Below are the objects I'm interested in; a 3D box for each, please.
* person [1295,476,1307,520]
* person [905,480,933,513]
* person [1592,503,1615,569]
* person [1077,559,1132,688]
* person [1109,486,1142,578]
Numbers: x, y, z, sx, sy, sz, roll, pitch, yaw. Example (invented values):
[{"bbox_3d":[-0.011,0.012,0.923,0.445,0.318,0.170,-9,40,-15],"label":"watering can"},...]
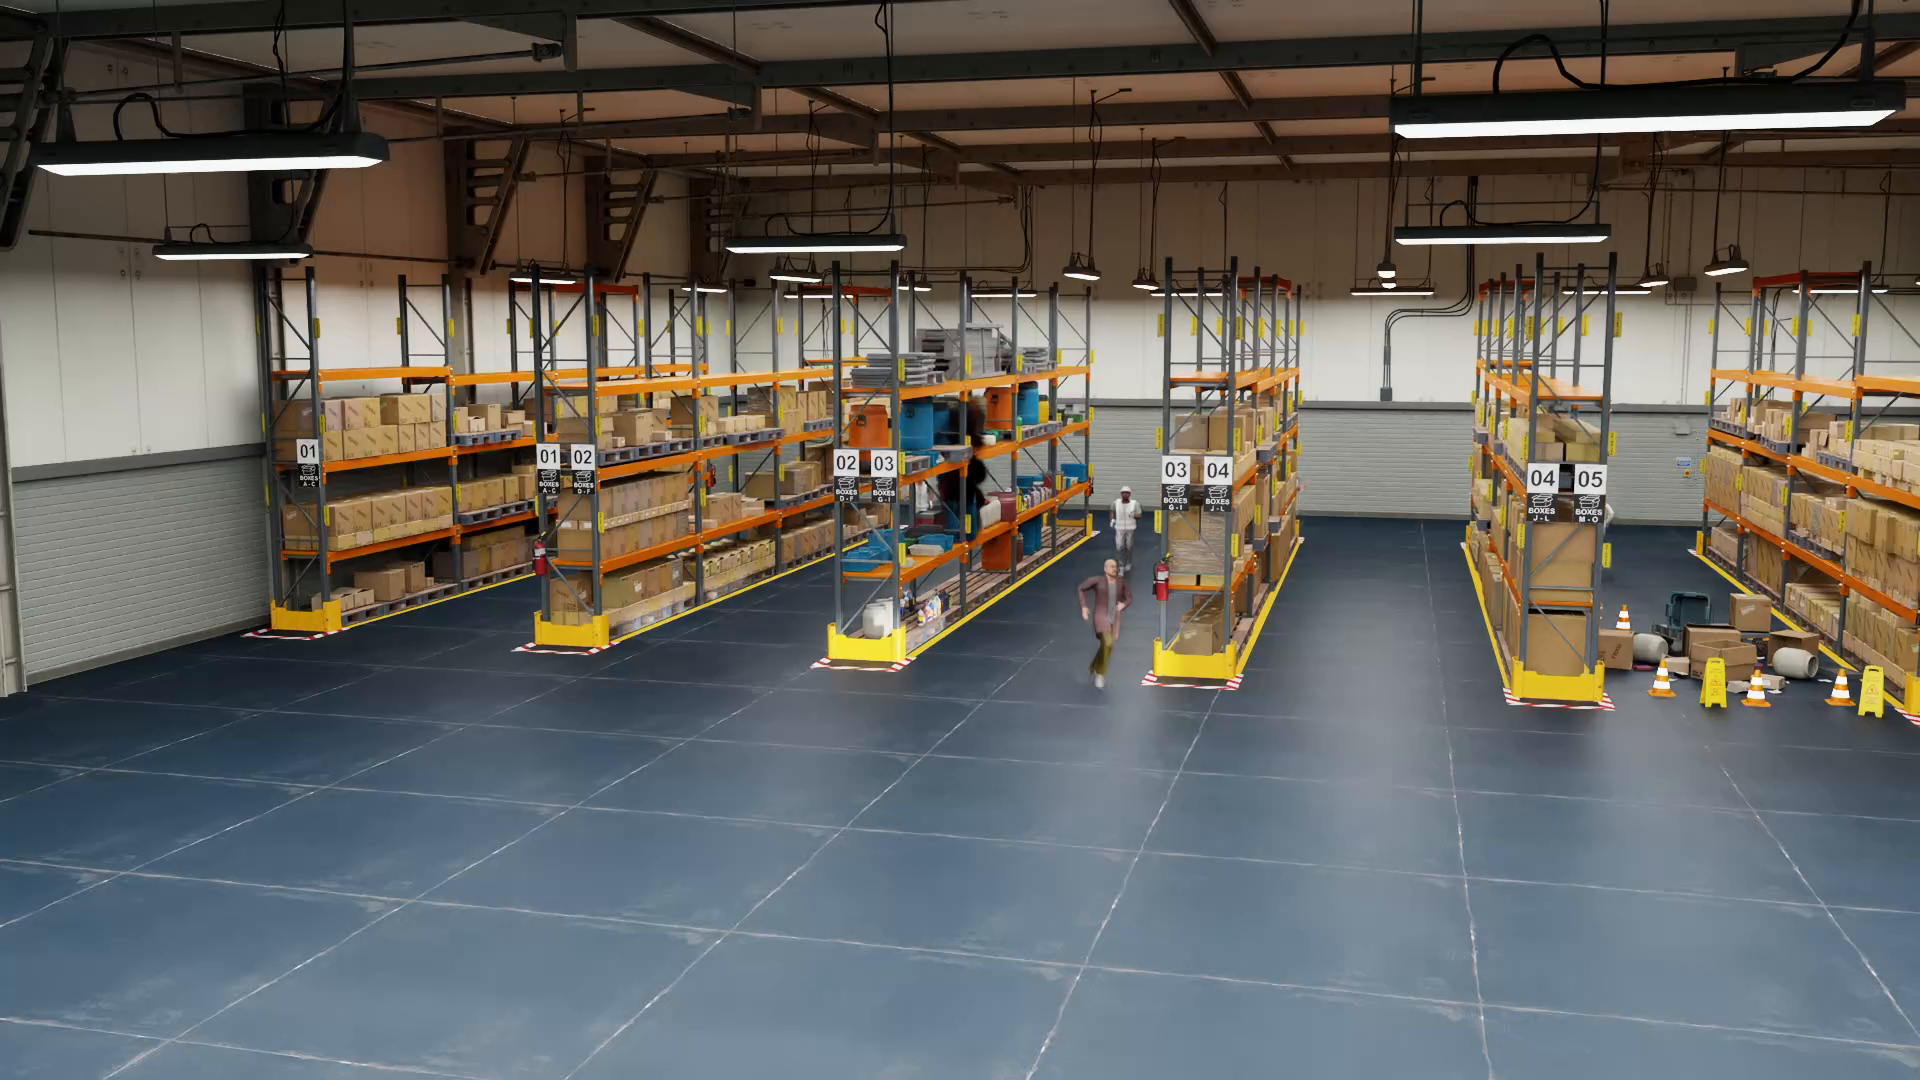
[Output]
[{"bbox_3d":[8.026,-0.991,40.560,0.801,1.823,0.684,5,9,32],"label":"person"},{"bbox_3d":[-0.942,-0.729,38.226,0.664,1.764,0.847,0,7,-3],"label":"person"},{"bbox_3d":[13.247,-0.215,34.610,0.595,1.754,0.688,1,7,7],"label":"person"},{"bbox_3d":[2.069,1.167,23.518,0.708,1.802,0.712,-4,8,-26],"label":"person"},{"bbox_3d":[3.366,-0.181,33.882,0.658,1.835,0.751,1,7,6],"label":"person"}]
